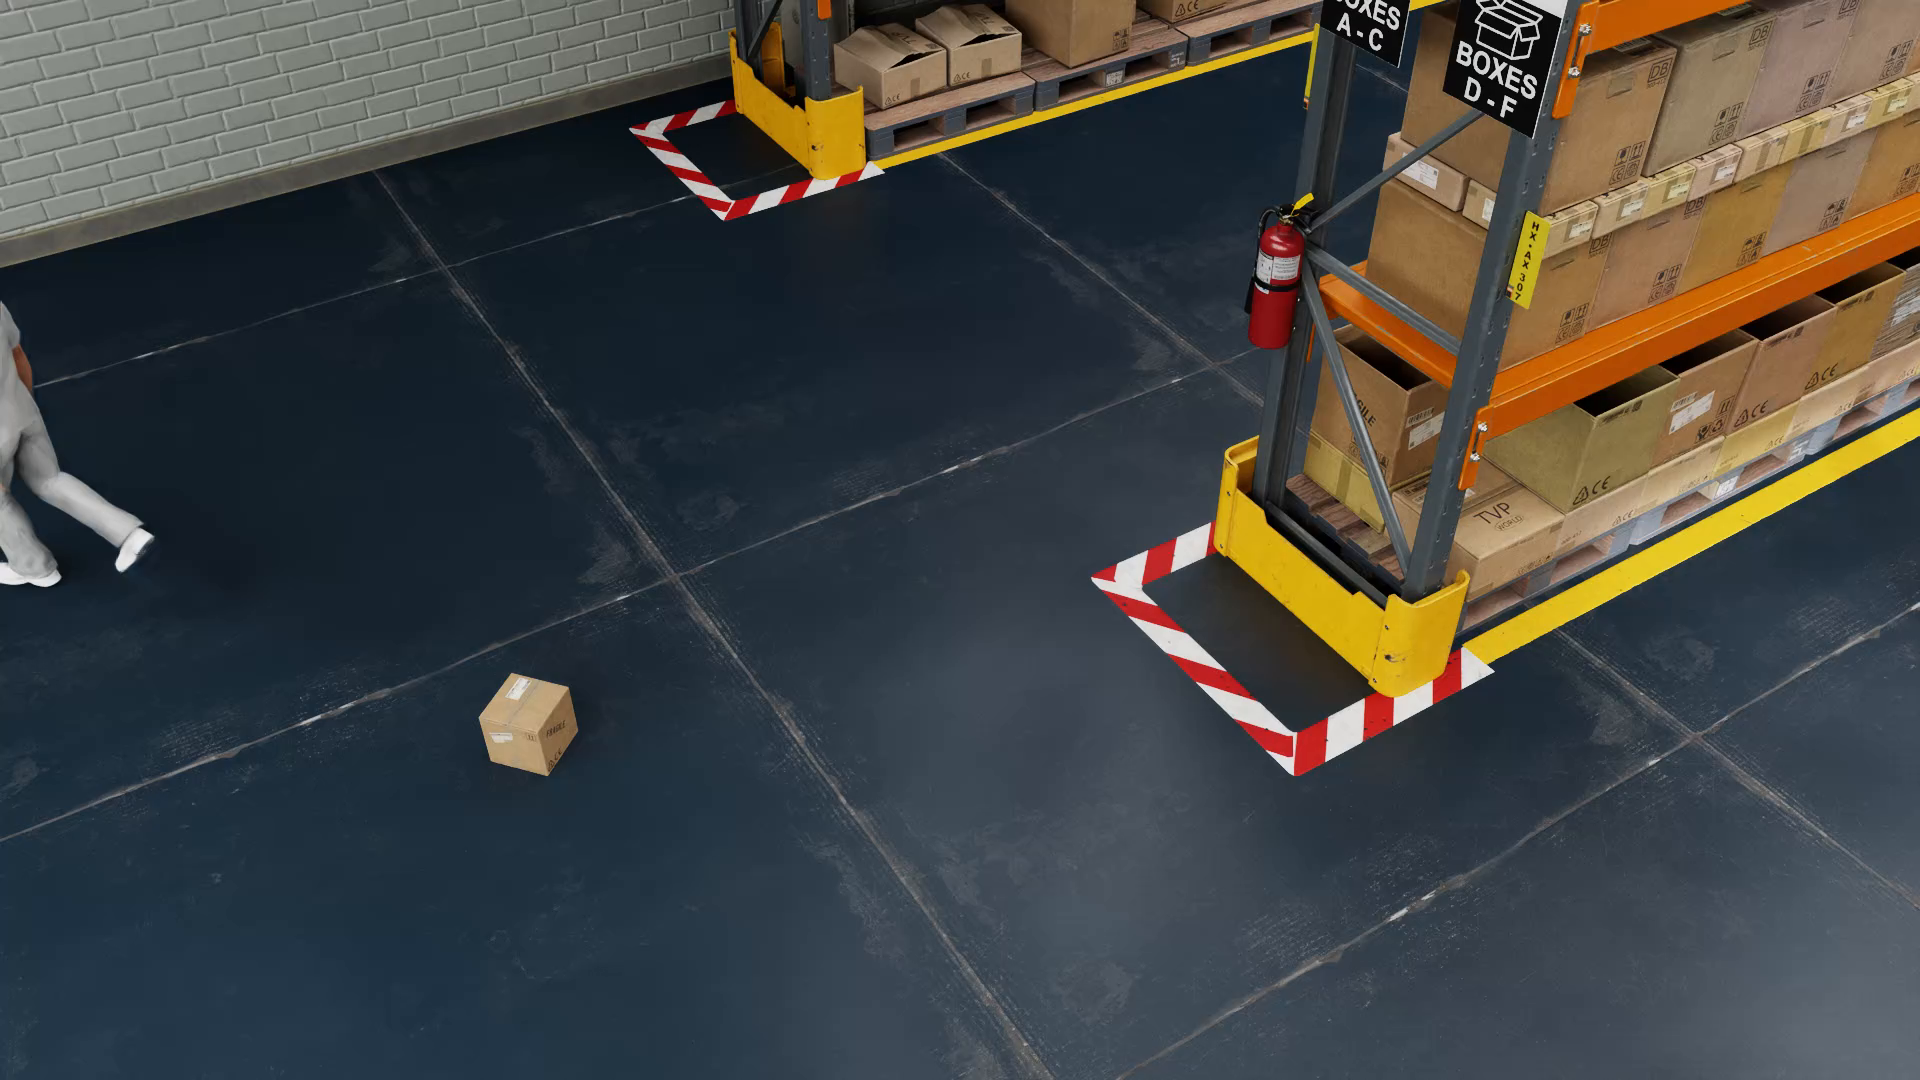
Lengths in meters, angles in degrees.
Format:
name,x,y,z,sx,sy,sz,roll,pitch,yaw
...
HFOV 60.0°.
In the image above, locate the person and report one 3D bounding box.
name,x,y,z,sx,sy,sz,roll,pitch,yaw
person,-3.797,-0.442,6.652,0.794,1.645,0.449,10,42,11
